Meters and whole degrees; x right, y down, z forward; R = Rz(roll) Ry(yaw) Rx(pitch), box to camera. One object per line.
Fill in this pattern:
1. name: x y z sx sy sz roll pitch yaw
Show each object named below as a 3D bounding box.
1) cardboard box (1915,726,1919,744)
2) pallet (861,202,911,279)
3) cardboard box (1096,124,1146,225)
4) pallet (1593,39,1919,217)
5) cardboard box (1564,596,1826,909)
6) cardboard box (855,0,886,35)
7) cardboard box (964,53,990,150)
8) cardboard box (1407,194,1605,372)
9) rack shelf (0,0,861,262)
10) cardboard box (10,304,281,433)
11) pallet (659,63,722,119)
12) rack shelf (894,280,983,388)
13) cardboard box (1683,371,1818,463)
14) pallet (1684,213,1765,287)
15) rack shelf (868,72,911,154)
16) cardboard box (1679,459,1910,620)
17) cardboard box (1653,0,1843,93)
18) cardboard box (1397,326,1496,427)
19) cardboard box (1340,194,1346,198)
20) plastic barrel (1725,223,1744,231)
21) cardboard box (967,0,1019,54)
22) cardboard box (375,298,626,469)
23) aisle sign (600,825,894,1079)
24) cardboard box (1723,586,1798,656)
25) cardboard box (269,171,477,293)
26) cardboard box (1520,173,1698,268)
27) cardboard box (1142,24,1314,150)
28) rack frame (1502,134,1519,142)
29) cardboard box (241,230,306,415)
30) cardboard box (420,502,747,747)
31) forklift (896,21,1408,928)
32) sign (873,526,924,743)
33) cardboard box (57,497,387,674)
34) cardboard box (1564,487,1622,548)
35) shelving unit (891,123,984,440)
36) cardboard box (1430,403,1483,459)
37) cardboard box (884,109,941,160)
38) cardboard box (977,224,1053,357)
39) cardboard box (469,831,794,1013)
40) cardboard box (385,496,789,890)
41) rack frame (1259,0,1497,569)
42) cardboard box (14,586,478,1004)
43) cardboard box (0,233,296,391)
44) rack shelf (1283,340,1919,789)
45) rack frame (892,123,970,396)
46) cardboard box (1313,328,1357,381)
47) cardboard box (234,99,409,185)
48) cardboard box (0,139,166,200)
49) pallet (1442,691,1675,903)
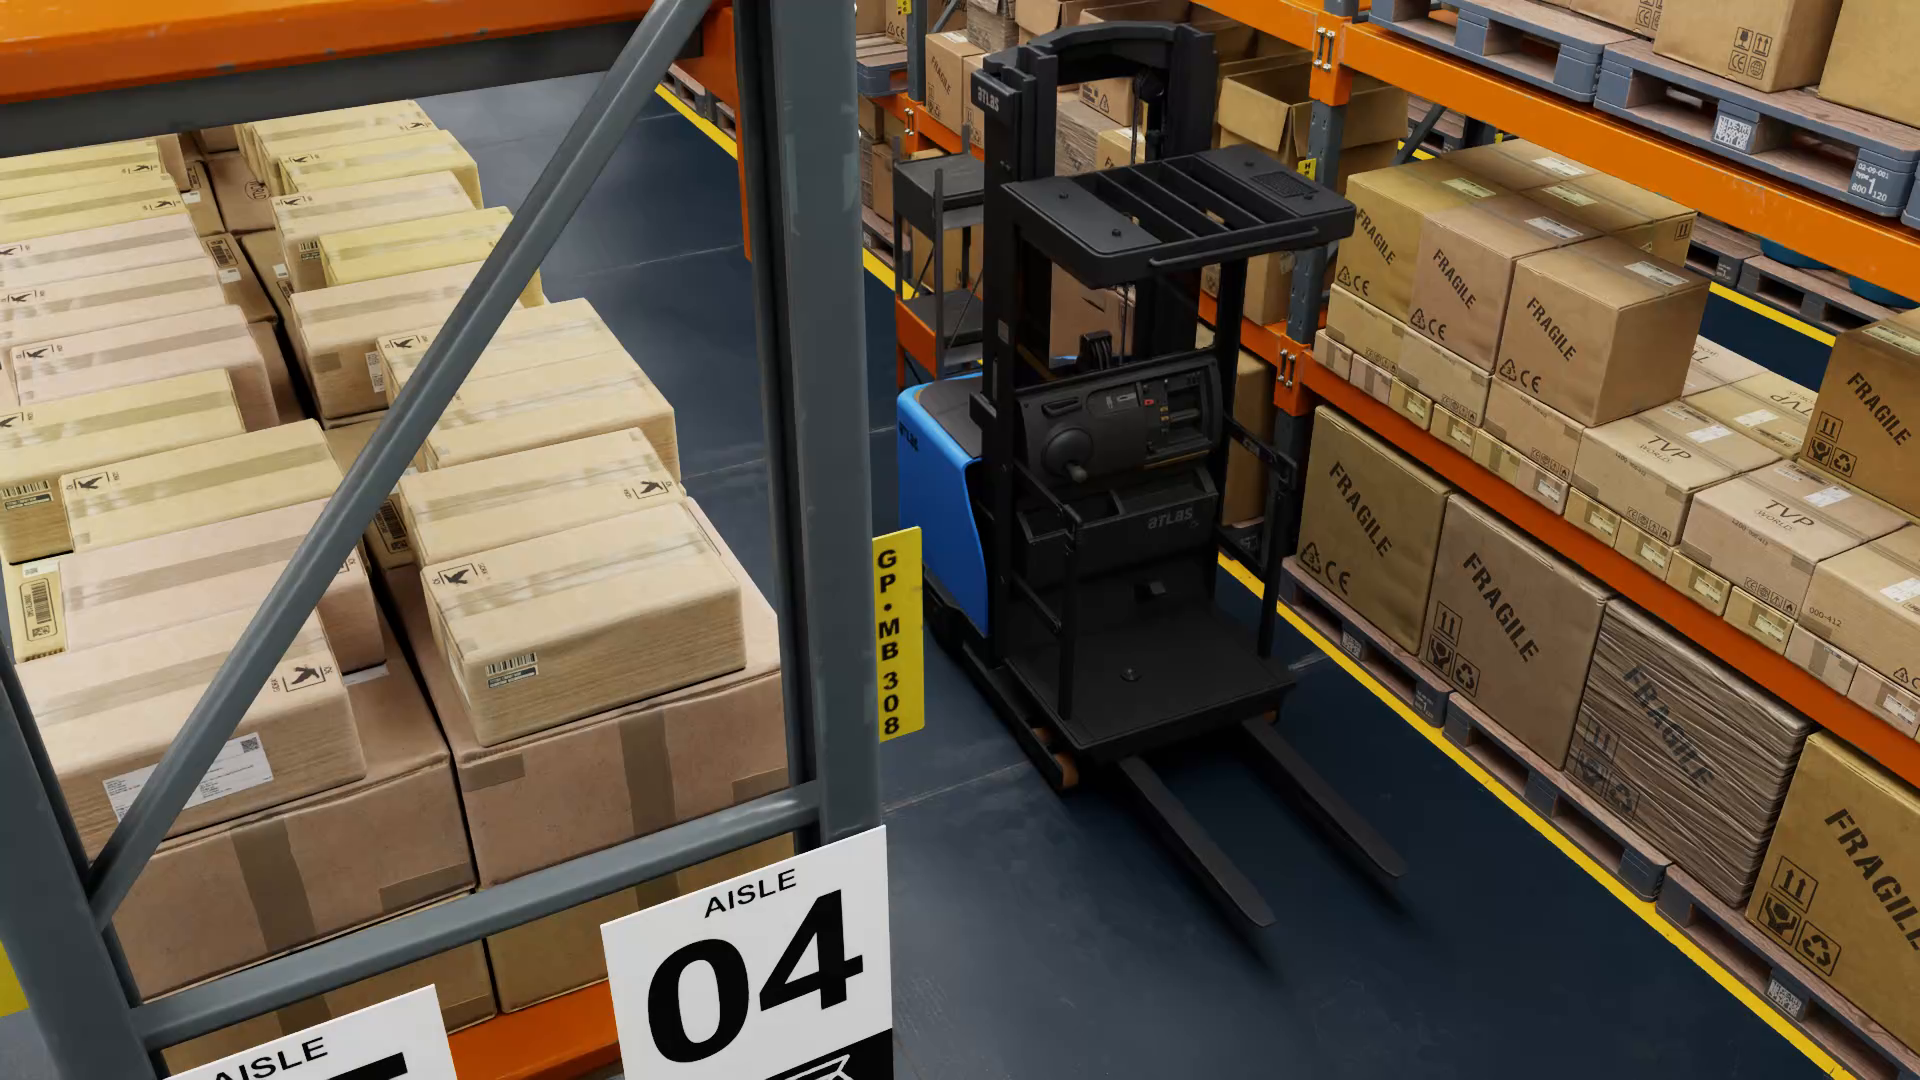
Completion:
1. cardboard box: 3.281 0.595 5.273 0.380 0.149 0.250 -15 36 -23
2. pallet: -0.232 -2.317 12.170 1.003 0.211 1.213 -16 36 -23
3. cardboard box: 1.062 -1.891 8.828 0.500 0.500 0.500 -16 36 -24
4. pallet: 2.933 -1.460 5.550 1.003 0.211 1.213 -16 36 -23
5. cardboard box: 3.067 0.699 6.459 0.875 0.875 0.875 -16 36 -23
6. cardboard box: -0.505 -3.825 11.458 0.700 0.500 0.500 -11 34 -16
7. cardboard box: 0.359 -2.614 9.956 0.500 0.500 0.500 -17 36 -24
8. cardboard box: 2.216 -1.057 6.787 0.500 0.500 0.500 -16 36 -23
9. rack shelf: -1.507 -1.277 3.071 1.077 0.370 4.000 -16 36 -23
10. cardboard box: -1.421 -0.263 2.905 0.380 0.149 0.250 -17 36 -24
11. pallet: -2.078 -4.164 15.054 1.003 0.211 1.213 -16 36 -23
12. rack shelf: -0.033 -0.934 8.286 0.431 0.518 0.480 -14 35 -21
13. cardboard box: 3.149 -0.394 6.447 0.500 0.250 0.500 -17 36 -24
14. pallet: 5.482 -2.242 12.054 1.003 0.211 1.213 -16 36 -23
15. rack shelf: -0.802 -3.769 12.519 1.077 0.370 4.000 -16 36 -23
16. cardboard box: 2.927 -0.011 5.850 0.500 0.250 0.500 -17 36 -25
17. cardboard box: 2.779 -1.831 5.473 0.700 0.500 0.500 -14 35 -21
18. cardboard box: 2.211 -0.742 6.991 0.500 0.250 0.500 -16 36 -23
19. cardboard box: 2.003 -1.533 8.270 0.500 0.500 0.500 -16 36 -23
20. plastic barrel: 5.625 -2.477 11.753 0.421 0.512 0.421 0 33 0
21. cardboard box: 0.457 -3.229 9.987 0.797 0.503 0.637 -15 35 -22
22. cardboard box: -0.801 -0.281 2.933 0.380 0.149 0.250 -15 36 -22
23. aisle sign: -0.275 0.764 2.366 0.394 0.787 0.004 -16 36 -23
24. cardboard box: 2.926 0.232 5.840 0.380 0.149 0.250 -17 36 -24
25. cardboard box: -1.222 -0.639 3.492 0.380 0.149 0.250 -15 35 -22
26. cardboard box: 2.677 -1.194 7.002 0.500 0.500 0.500 -15 36 -23
27. cardboard box: 1.381 -2.306 8.547 0.797 0.503 0.637 -15 36 -23
28. rack frame: 4.513 -4.363 12.780 1.000 3.000 0.127 -16 36 -23
29. cardboard box: -1.255 -0.520 3.675 0.500 0.250 0.500 -17 36 -25
30. cardboard box: -0.524 0.109 2.324 0.380 0.149 0.250 -16 36 -24
31. forklift: 0.768 -0.438 6.716 1.130 2.935 3.031 -14 35 -21
32. sign: -0.094 0.132 2.173 0.100 0.325 0.005 -16 36 -23
33. cardboard box: -1.036 0.100 2.339 0.380 0.149 0.250 -15 36 -22
34. cardboard box: 2.568 -0.135 6.412 0.380 0.149 0.250 -17 36 -24
35. shelving unit: -0.033 -0.945 8.279 0.431 2.100 0.503 -14 35 -21
36. cardboard box: 2.210 -0.502 6.986 0.380 0.149 0.250 -17 36 -24
37. cardboard box: -0.208 -2.878 11.676 0.500 0.250 0.500 -14 35 -21
38. cardboard box: 0.843 -1.638 10.106 1.225 0.875 0.875 -16 36 -23
39. cardboard box: -0.557 0.421 2.670 0.500 0.250 0.500 -15 35 -21
40. cardboard box: -0.553 0.210 2.537 0.500 0.250 0.500 -15 36 -22
41. rack frame: 1.996 -1.209 7.856 1.000 3.000 0.127 -16 36 -23
42. cardboard box: -1.014 0.333 2.344 0.500 0.250 0.500 -17 36 -25
43. cardboard box: -1.715 -0.399 3.488 0.500 0.250 0.500 -18 37 -25
44. rack shelf: 2.928 0.049 6.560 1.077 0.370 4.000 -16 36 -23
45. rack frame: -0.137 -1.064 8.465 0.400 2.100 0.015 -14 35 -21
46. cardboard box: 1.840 -0.878 7.573 0.380 0.149 0.250 -16 36 -23
47. cardboard box: -1.558 -1.012 4.074 0.380 0.149 0.250 -17 37 -25
48. cardboard box: -1.947 -0.748 3.663 0.380 0.149 0.250 -14 35 -21
49. pallet: 2.854 0.931 7.101 1.003 0.211 1.213 -16 36 -23
